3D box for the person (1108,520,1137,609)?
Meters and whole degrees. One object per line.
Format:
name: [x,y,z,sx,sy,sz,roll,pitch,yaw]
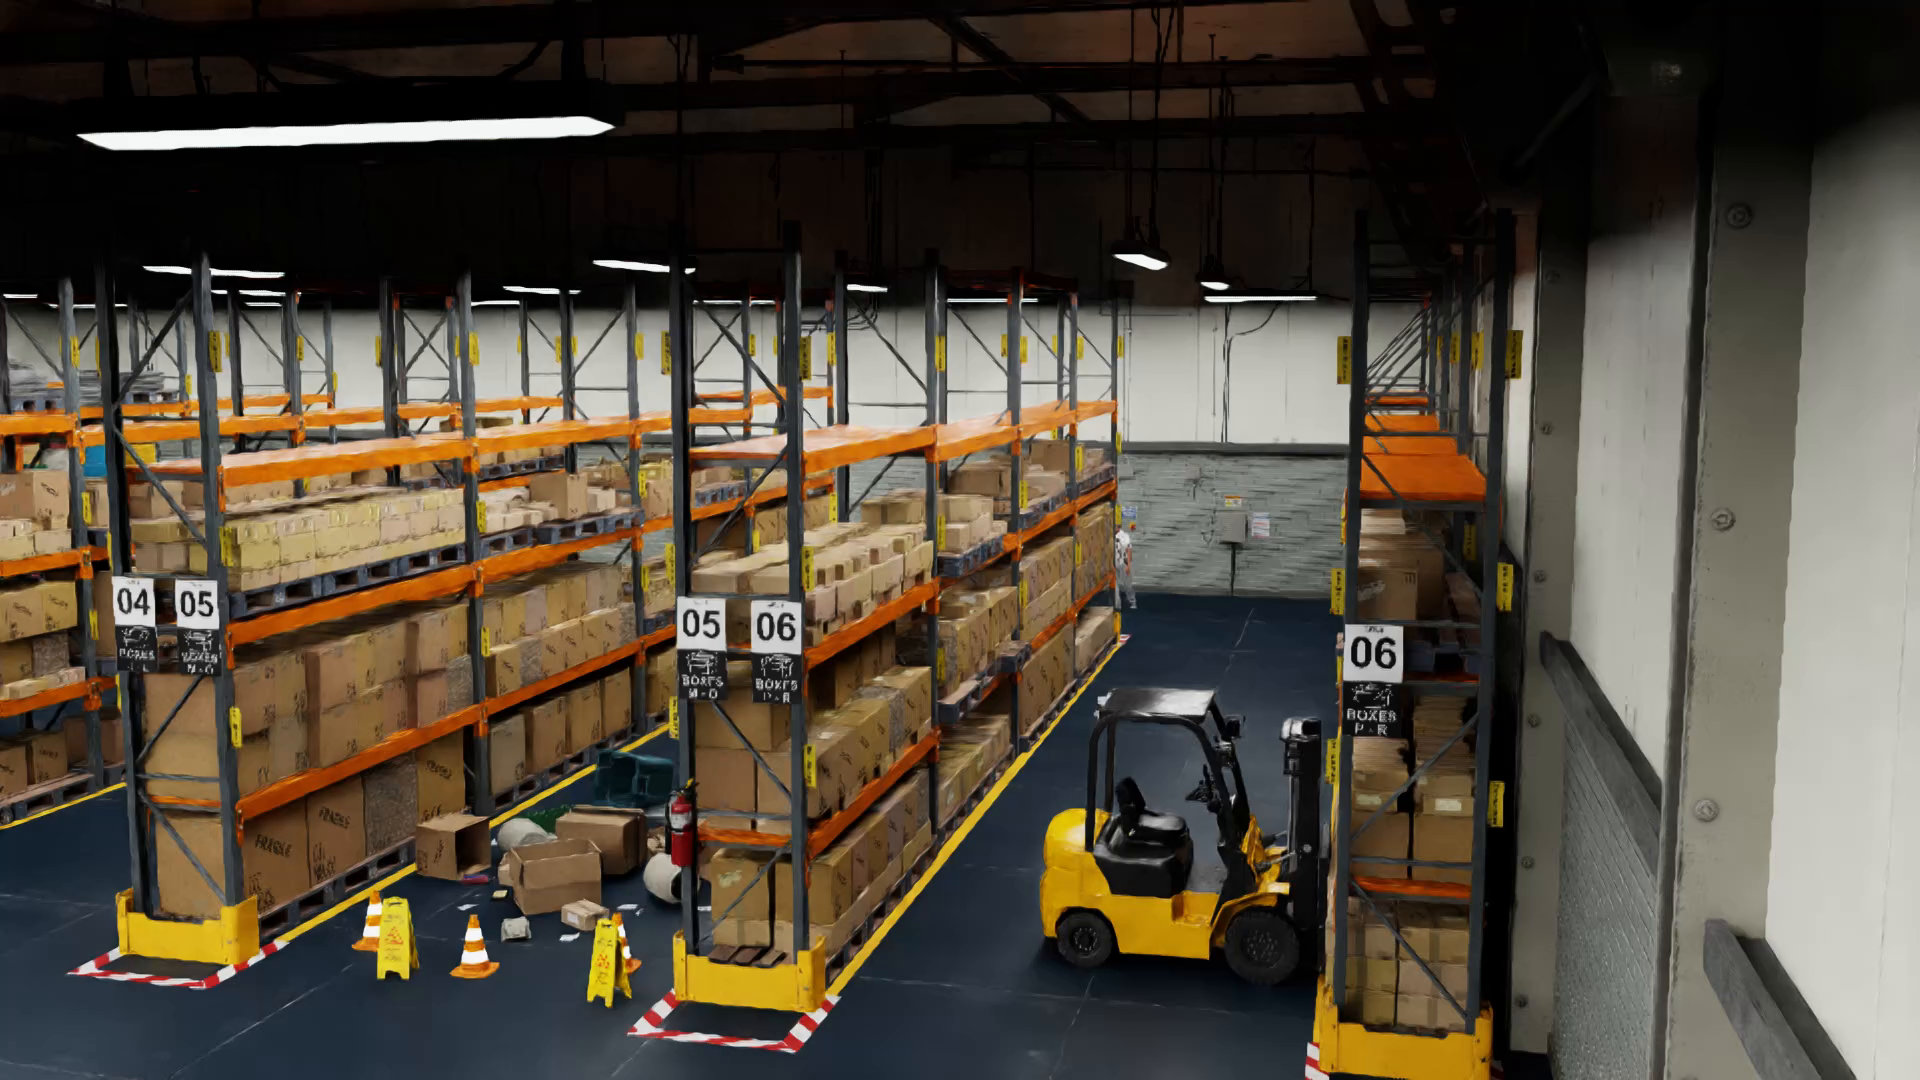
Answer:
person: [3.074,0.452,31.636,0.572,1.746,0.577,-6,9,-38]
